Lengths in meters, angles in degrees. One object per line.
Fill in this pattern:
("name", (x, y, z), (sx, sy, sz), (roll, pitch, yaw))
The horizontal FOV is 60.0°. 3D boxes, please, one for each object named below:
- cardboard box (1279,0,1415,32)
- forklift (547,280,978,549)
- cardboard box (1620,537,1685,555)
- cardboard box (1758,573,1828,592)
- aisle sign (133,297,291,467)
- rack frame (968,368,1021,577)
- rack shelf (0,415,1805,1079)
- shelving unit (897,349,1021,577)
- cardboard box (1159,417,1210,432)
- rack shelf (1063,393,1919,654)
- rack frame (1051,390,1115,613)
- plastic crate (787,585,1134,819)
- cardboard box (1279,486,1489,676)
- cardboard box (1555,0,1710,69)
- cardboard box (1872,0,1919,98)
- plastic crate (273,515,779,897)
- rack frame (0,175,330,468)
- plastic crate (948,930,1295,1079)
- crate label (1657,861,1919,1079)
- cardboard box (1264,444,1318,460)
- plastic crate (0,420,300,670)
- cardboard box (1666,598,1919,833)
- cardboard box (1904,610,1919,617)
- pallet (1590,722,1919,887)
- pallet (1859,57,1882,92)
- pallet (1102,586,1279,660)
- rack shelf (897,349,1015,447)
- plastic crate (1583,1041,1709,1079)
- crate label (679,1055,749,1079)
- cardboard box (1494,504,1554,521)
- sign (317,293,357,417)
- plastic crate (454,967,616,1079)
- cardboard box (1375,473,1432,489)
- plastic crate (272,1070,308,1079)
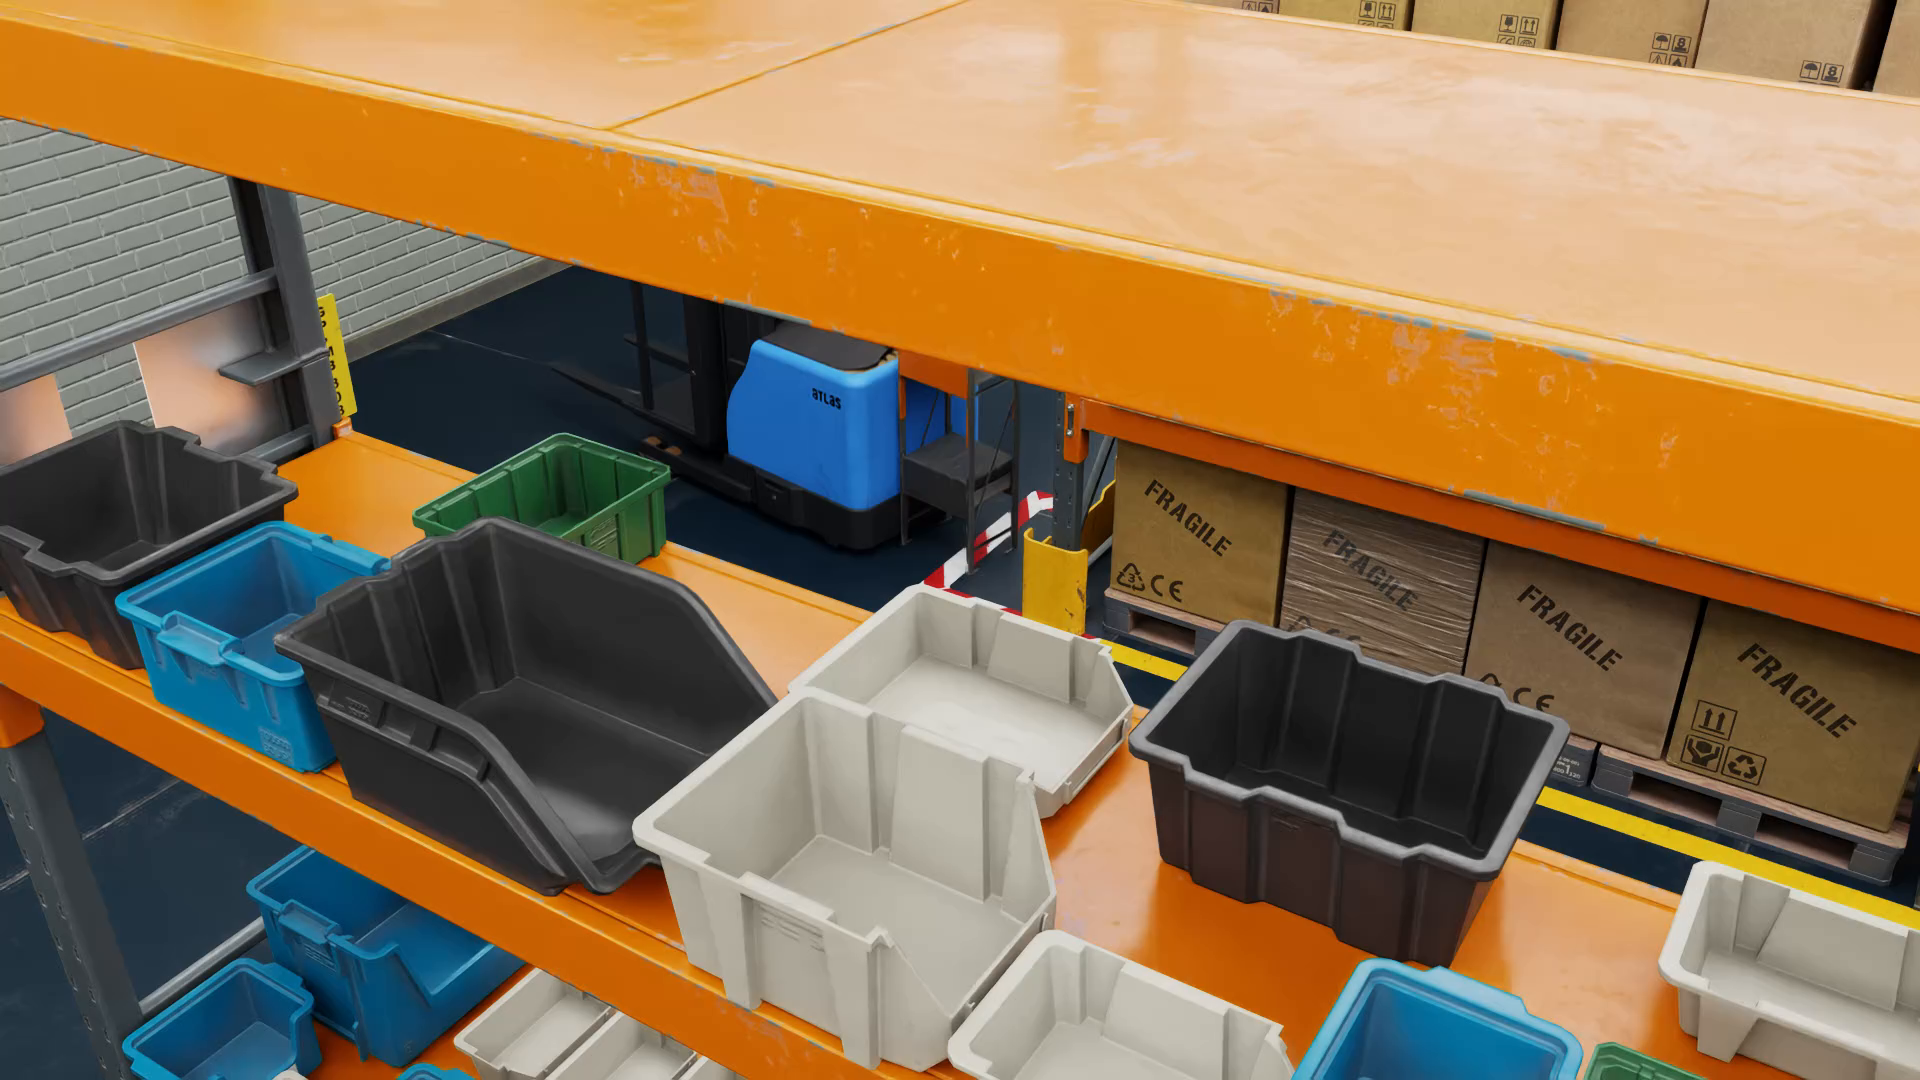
("cardboard box", (1.652, -2.320, 6.659), (0.500, 0.500, 0.700), (16, 34, 26))
("forklift", (-1.319, -1.833, 9.483), (3.031, 2.935, 1.130), (24, 38, 35))
("cardboard box", (2.854, -0.113, 6.716), (0.250, 0.149, 0.380), (18, 35, 28))
("cardboard box", (3.291, 0.025, 6.480), (0.250, 0.149, 0.380), (17, 34, 27))
("aisle sign", (-1.768, -0.229, 4.086), (0.004, 0.787, 0.394), (18, 35, 27))
("rack frame", (0.180, -0.788, 8.517), (0.015, 2.100, 0.400), (24, 38, 35))
("rack shelf", (-0.169, 0.589, 3.001), (4.000, 0.370, 1.077), (18, 35, 27))
("shelving unit", (-0.003, -0.869, 8.657), (0.503, 2.100, 0.431), (24, 38, 35))
("cardboard box", (1.114, -0.663, 7.659), (0.250, 0.149, 0.380), (17, 34, 27))
("rack shelf", (2.464, -0.229, 7.380), (4.000, 0.370, 1.077), (18, 35, 27))
("rack frame", (0.770, -1.076, 8.117), (0.127, 3.000, 1.000), (18, 35, 27))
("plastic crate", (0.019, 0.304, 3.037), (0.530, 0.136, 0.437), (18, 35, 27))
("cardboard box", (2.126, 0.042, 7.894), (0.875, 0.875, 0.875), (18, 35, 27))
("cardboard box", (2.643, -2.098, 6.278), (0.500, 0.500, 0.700), (19, 35, 29))
("cardboard box", (3.464, -1.752, 5.684), (0.500, 0.500, 0.700), (15, 34, 25))
("plastic crate", (-0.715, 0.296, 2.851), (0.767, 0.338, 0.504), (18, 35, 27))
("rack frame", (-1.863, -1.553, 2.982), (0.127, 3.000, 1.000), (18, 35, 27))
("plastic crate", (0.246, 0.750, 2.273), (0.466, 0.136, 0.293), (18, 35, 27))
("crate label", (1.264, 0.674, 2.404), (0.466, 0.136, 0.293), (18, 35, 27))
("cardboard box", (1.552, -0.525, 7.423), (0.250, 0.149, 0.380), (17, 34, 27))
("plastic crate", (-1.685, 0.021, 3.390), (0.590, 0.269, 0.497), (18, 35, 27))
("cardboard box", (3.642, 0.521, 7.072), (0.875, 0.875, 0.875), (18, 35, 27))
("cardboard box", (3.726, 0.163, 6.244), (0.250, 0.149, 0.380), (18, 35, 28))
("pallet", (3.556, 0.963, 7.389), (1.213, 0.211, 1.003), (18, 35, 27))
("pallet", (3.471, -1.485, 5.930), (1.213, 0.211, 1.003), (18, 35, 27))
("pallet", (1.489, 0.310, 8.510), (1.213, 0.211, 1.003), (18, 35, 27))
("rack shelf", (-0.003, -0.858, 8.663), (0.480, 0.518, 0.431), (24, 38, 35))
("plastic crate", (1.006, 0.921, 1.928), (0.662, 0.188, 0.450), (18, 35, 27))
("crate label", (-0.589, 1.415, 4.049), (0.243, 0.136, 0.396), (18, 35, 27))
("cardboard box", (2.422, -0.250, 6.952), (0.250, 0.149, 0.380), (18, 35, 28))
("sign", (-1.584, -0.451, 4.174), (0.005, 0.325, 0.100), (18, 35, 27))
("plastic crate", (-1.076, 1.267, 4.303), (0.243, 0.136, 0.396), (18, 35, 27))
("cardboard box", (1.986, -0.388, 7.187), (0.250, 0.149, 0.380), (17, 34, 27))
("plastic crate", (-1.601, 1.454, 3.983), (0.298, 0.136, 0.250), (18, 35, 27))
